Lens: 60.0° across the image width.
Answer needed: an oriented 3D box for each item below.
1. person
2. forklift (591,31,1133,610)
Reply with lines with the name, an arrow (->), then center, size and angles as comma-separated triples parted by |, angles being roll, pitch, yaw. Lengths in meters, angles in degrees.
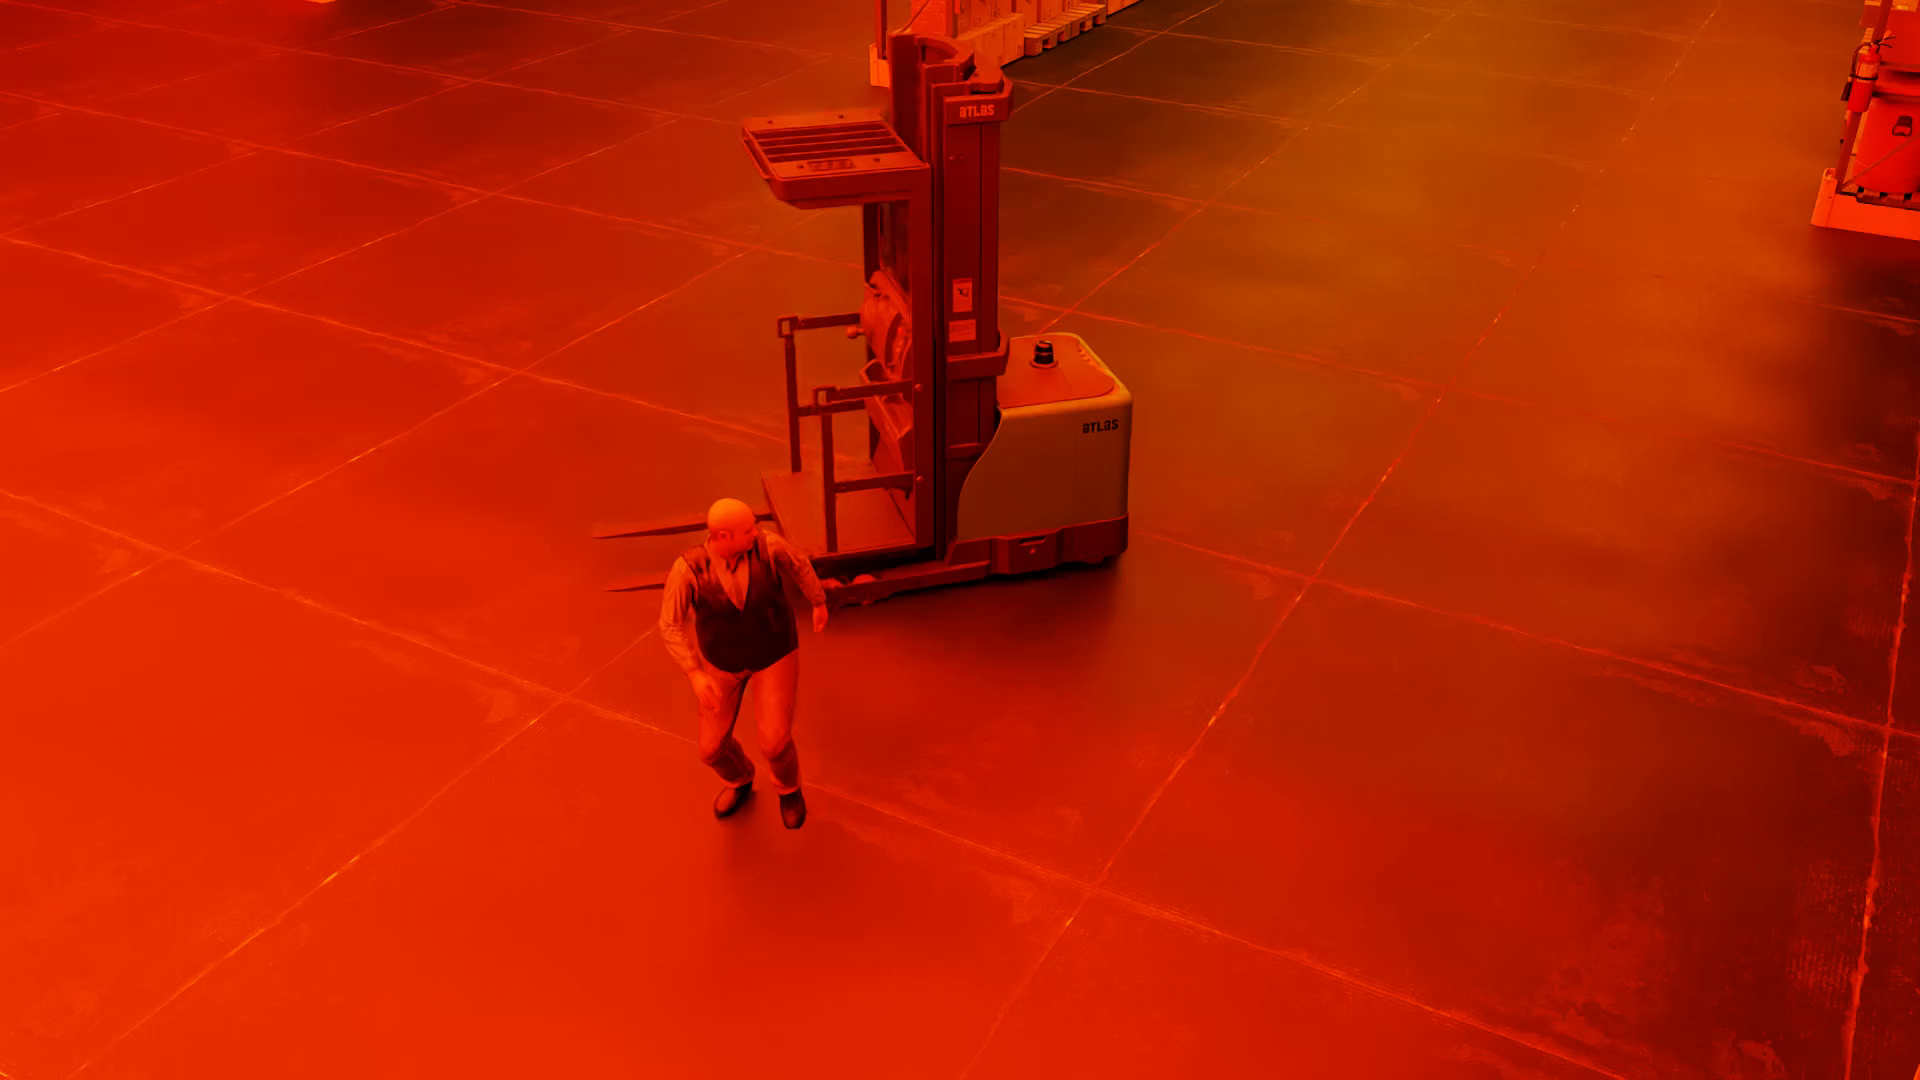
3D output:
person -> -0.954, 0.545, 7.439 | 0.699, 1.669, 0.707 | 0, 30, 0
forklift -> -0.592, -1.173, 9.103 | 3.031, 2.935, 1.130 | -8, 31, -14
